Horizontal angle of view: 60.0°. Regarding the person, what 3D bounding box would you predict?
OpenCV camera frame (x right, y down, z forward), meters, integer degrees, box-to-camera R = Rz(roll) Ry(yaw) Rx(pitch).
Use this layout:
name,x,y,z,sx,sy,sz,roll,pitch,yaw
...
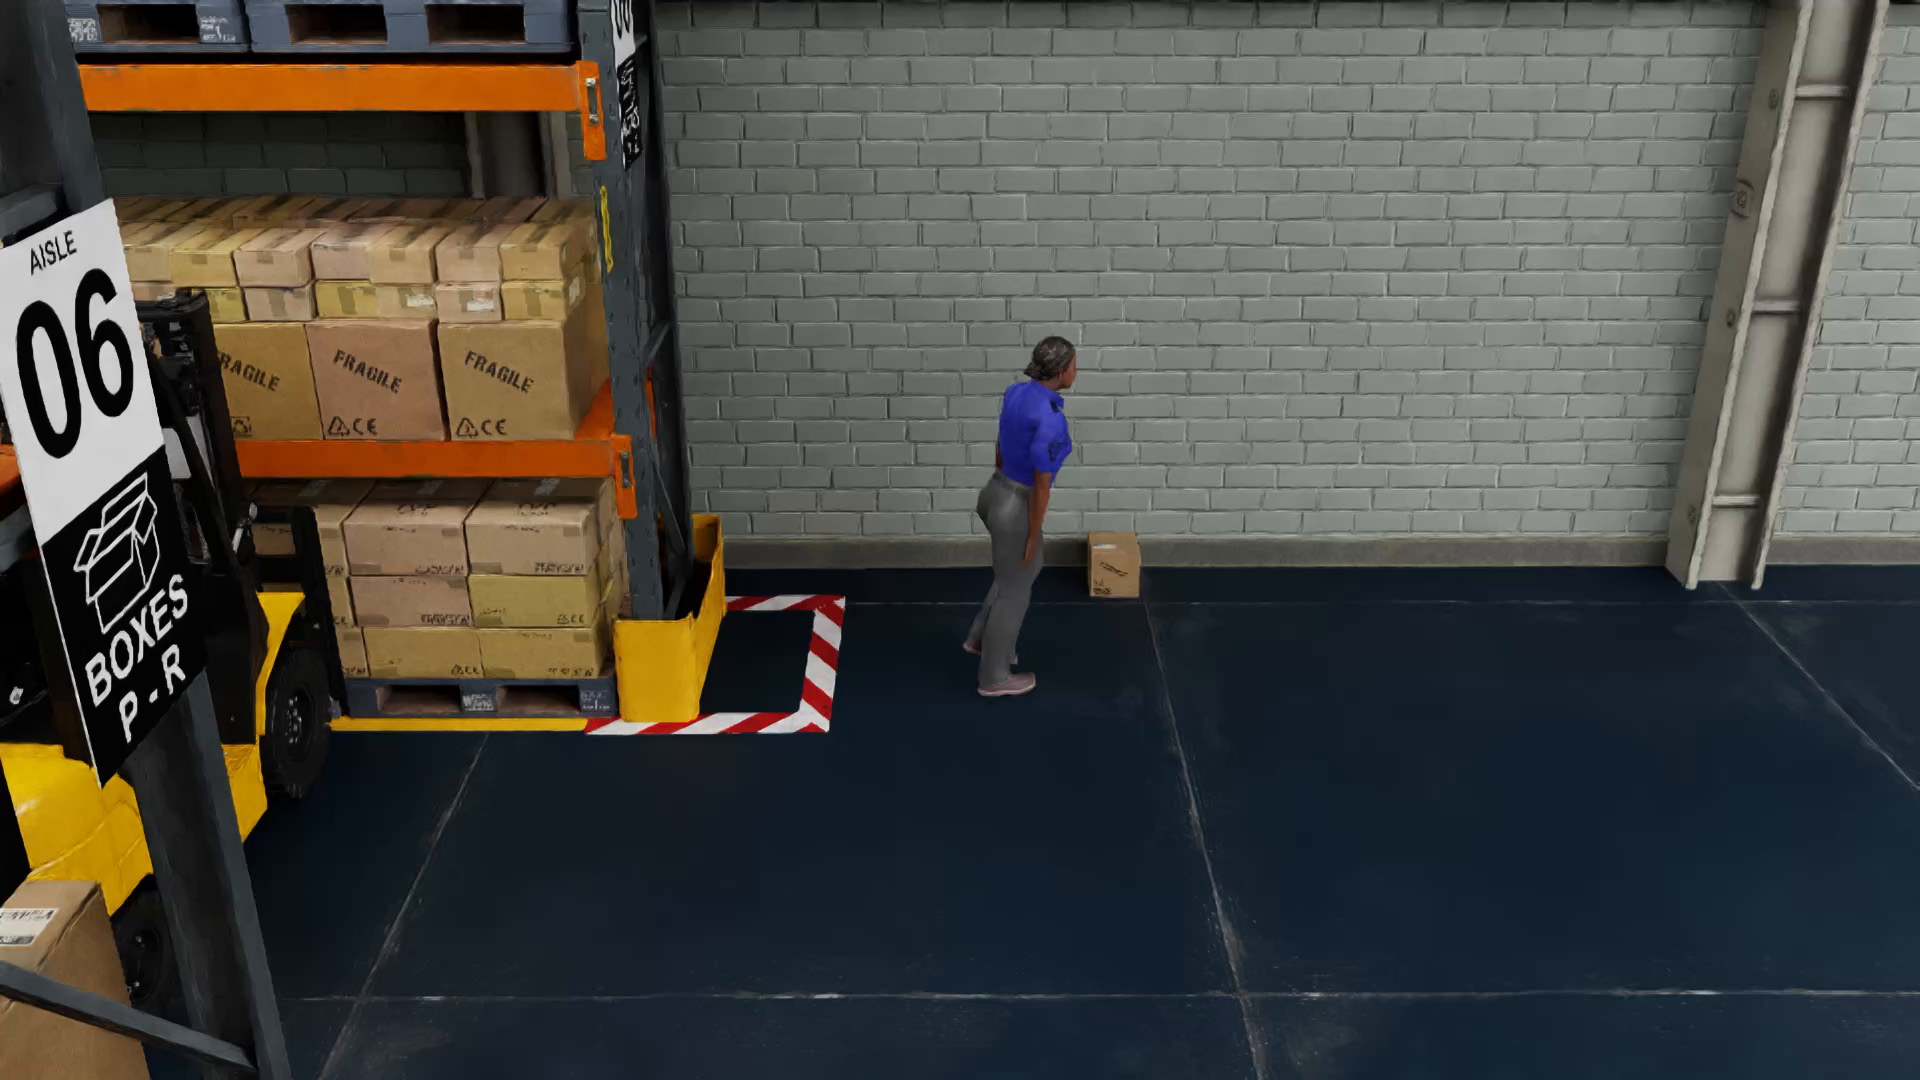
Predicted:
name,x,y,z,sx,sy,sz,roll,pitch,yaw
person,0.275,-0.103,7.325,0.487,1.636,0.463,-10,26,-21
